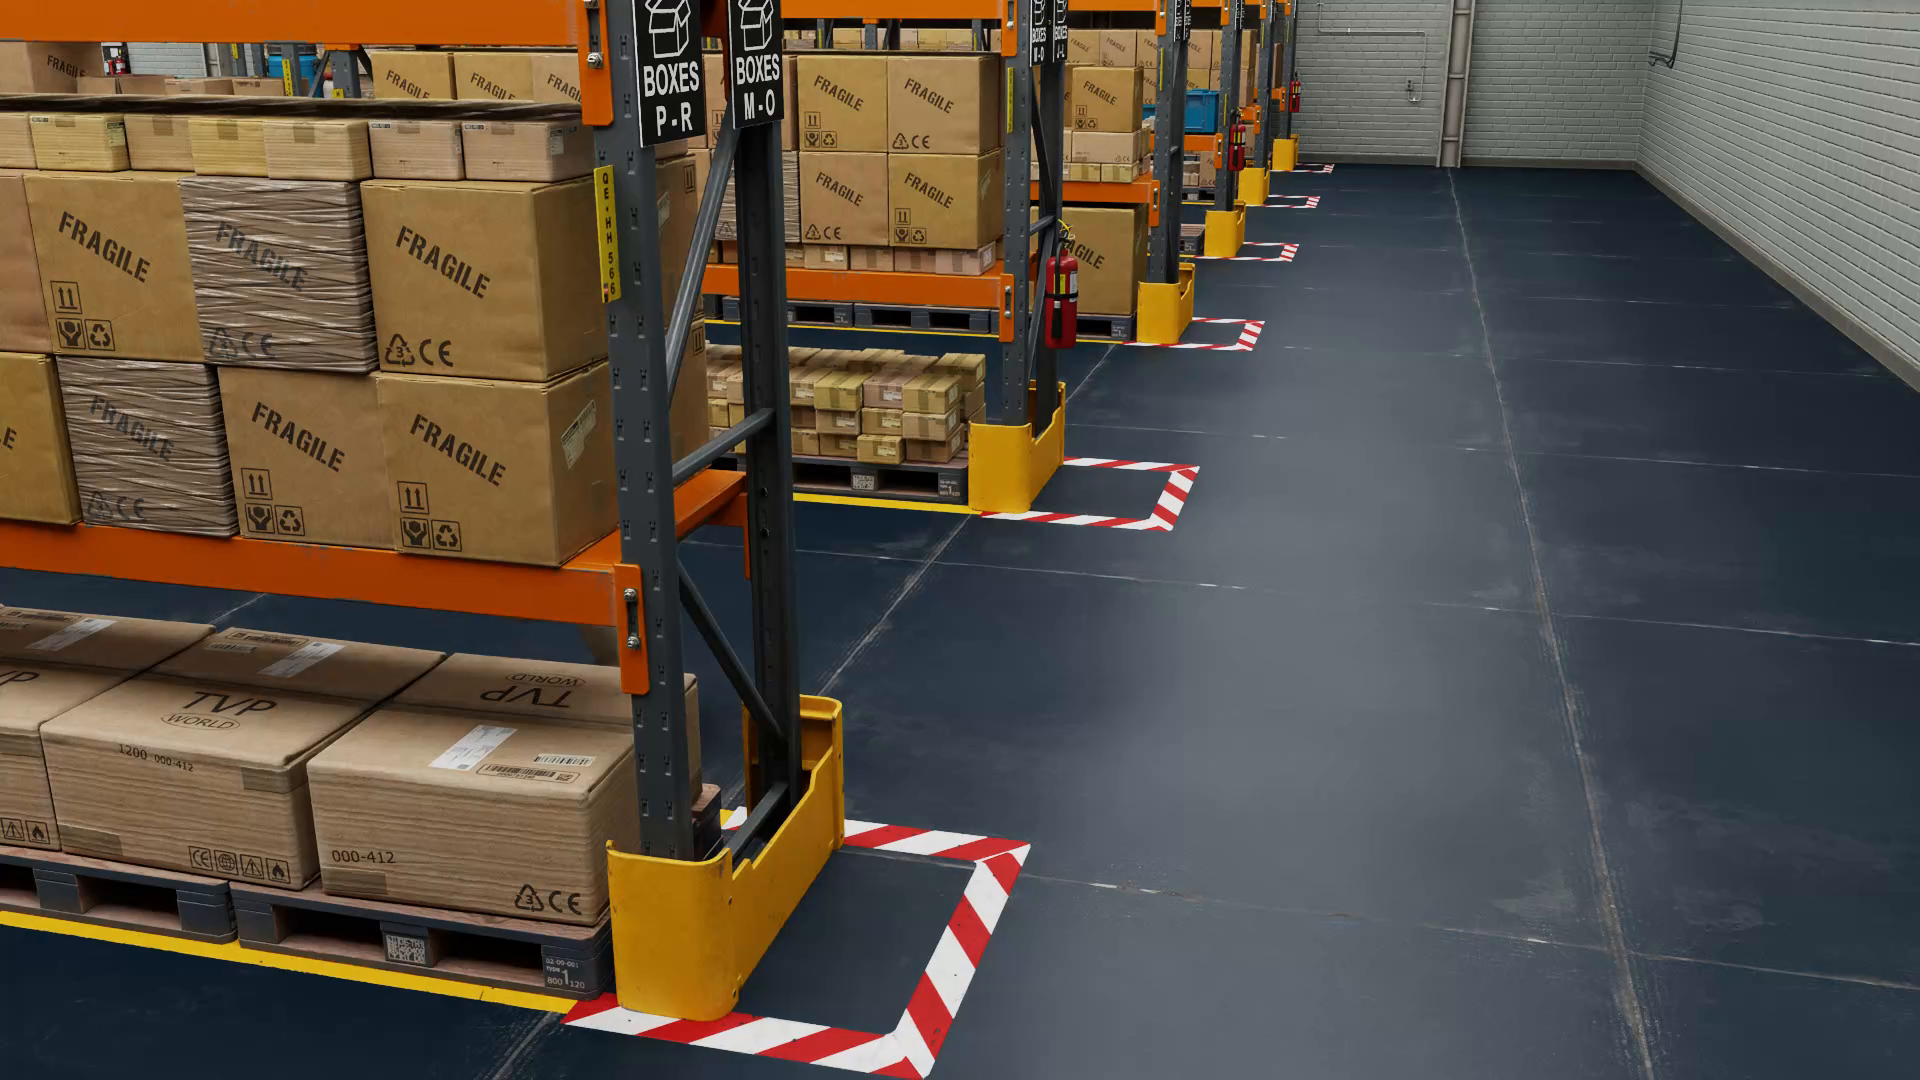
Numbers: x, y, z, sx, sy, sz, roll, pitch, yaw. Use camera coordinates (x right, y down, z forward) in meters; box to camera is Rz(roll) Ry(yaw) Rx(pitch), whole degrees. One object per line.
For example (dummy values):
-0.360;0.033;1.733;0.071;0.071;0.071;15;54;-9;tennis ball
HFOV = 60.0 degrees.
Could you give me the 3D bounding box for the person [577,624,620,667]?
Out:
-1.517;-0.012;6.535;0.919;1.477;0.476;4;19;12;person
